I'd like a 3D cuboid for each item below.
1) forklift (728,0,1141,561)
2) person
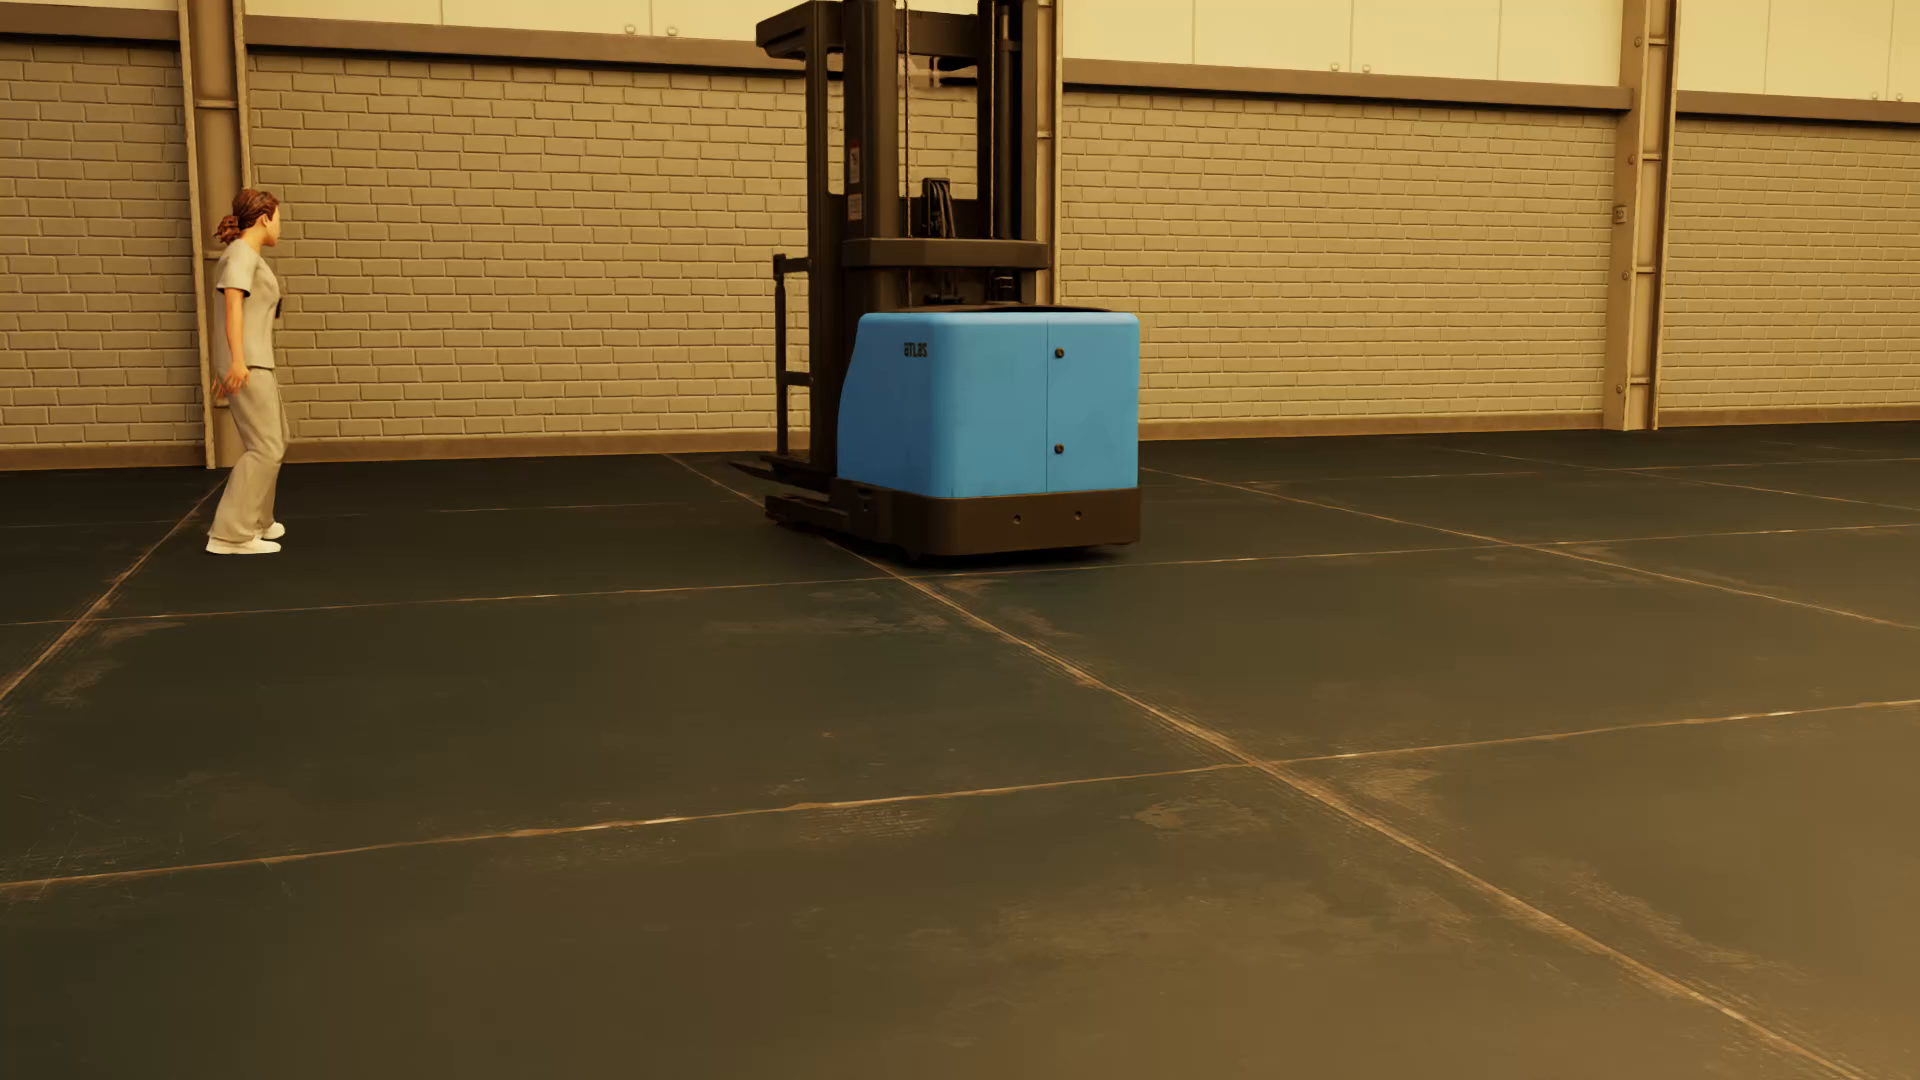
[{"bbox_3d":[-0.335,-1.523,8.244,1.130,2.935,3.031,-4,9,-28],"label":"forklift"},{"bbox_3d":[-3.255,-0.763,7.545,0.398,1.643,0.791,-4,9,-26],"label":"person"}]
